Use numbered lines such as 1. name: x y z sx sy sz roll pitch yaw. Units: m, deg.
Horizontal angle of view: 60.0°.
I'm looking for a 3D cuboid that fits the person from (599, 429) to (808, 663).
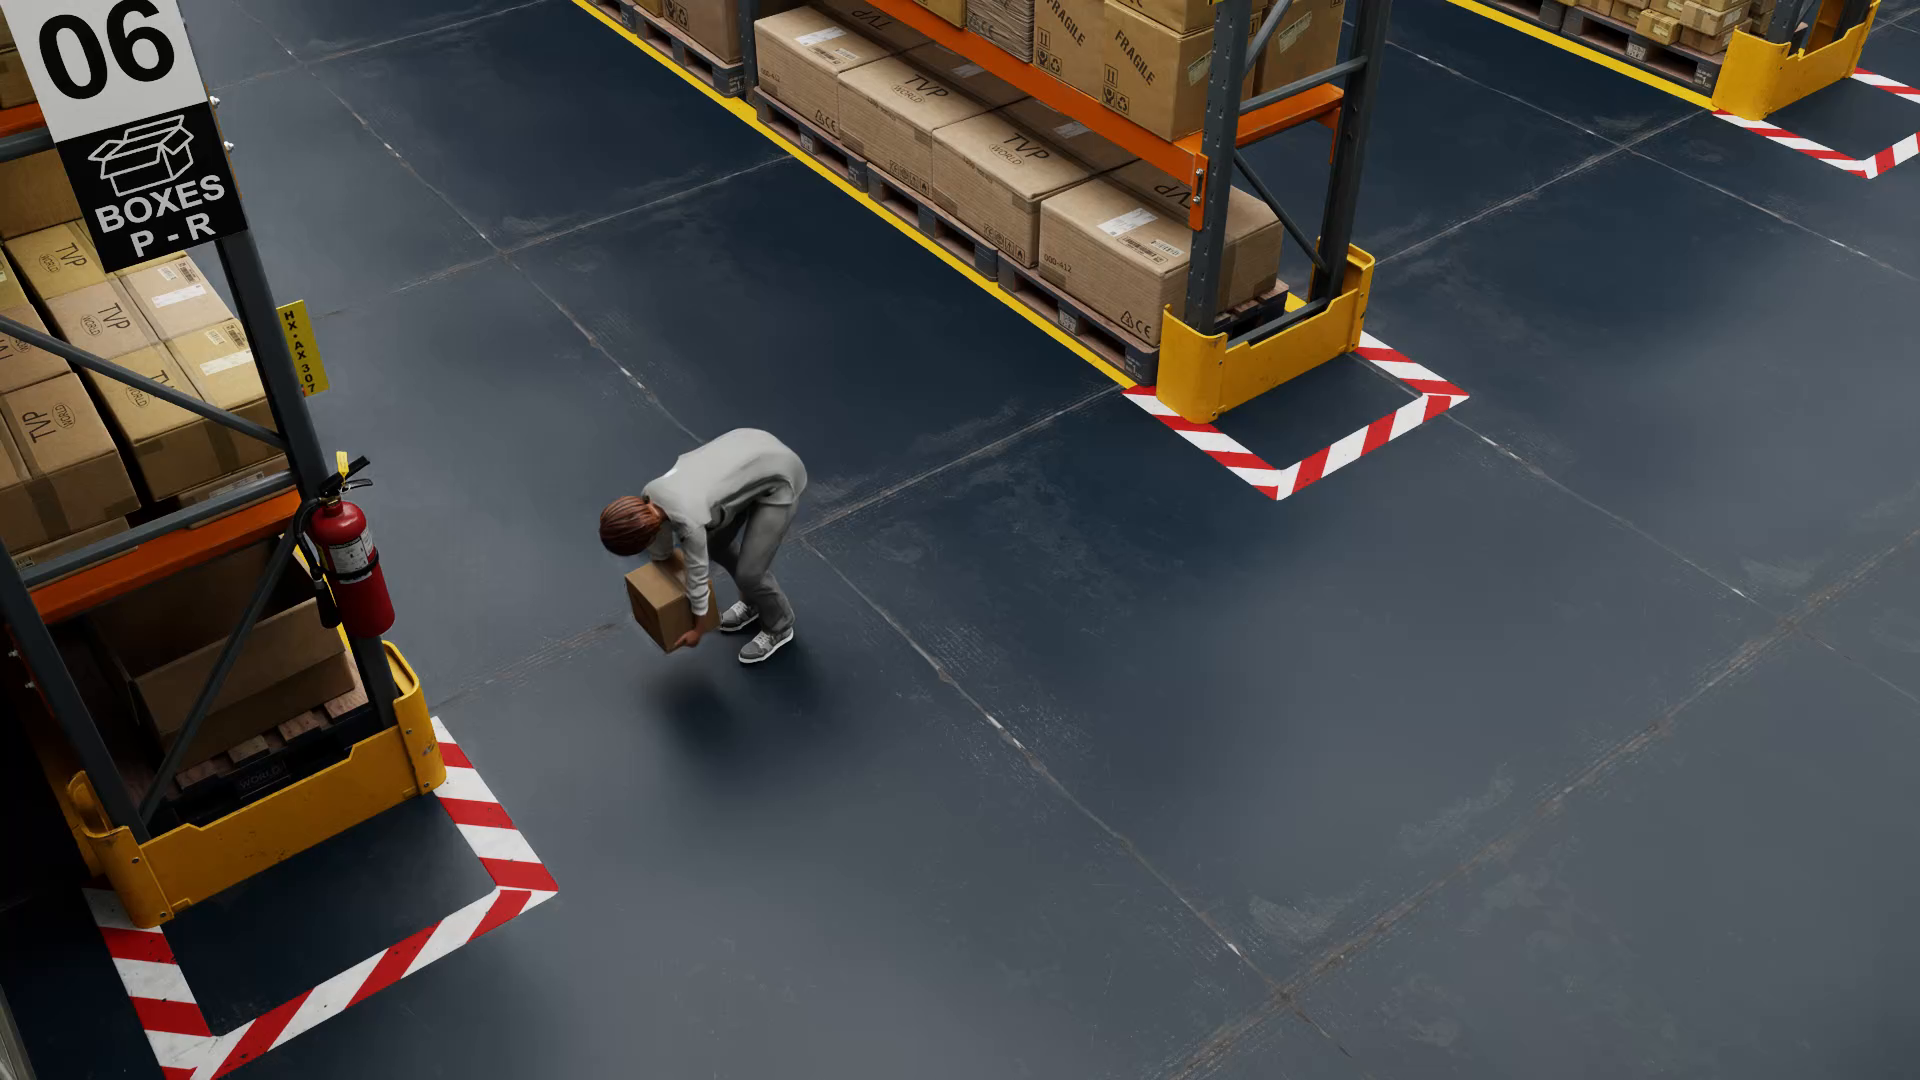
1. person: -0.981 0.085 6.524 0.871 1.001 0.391 -28 48 -29
